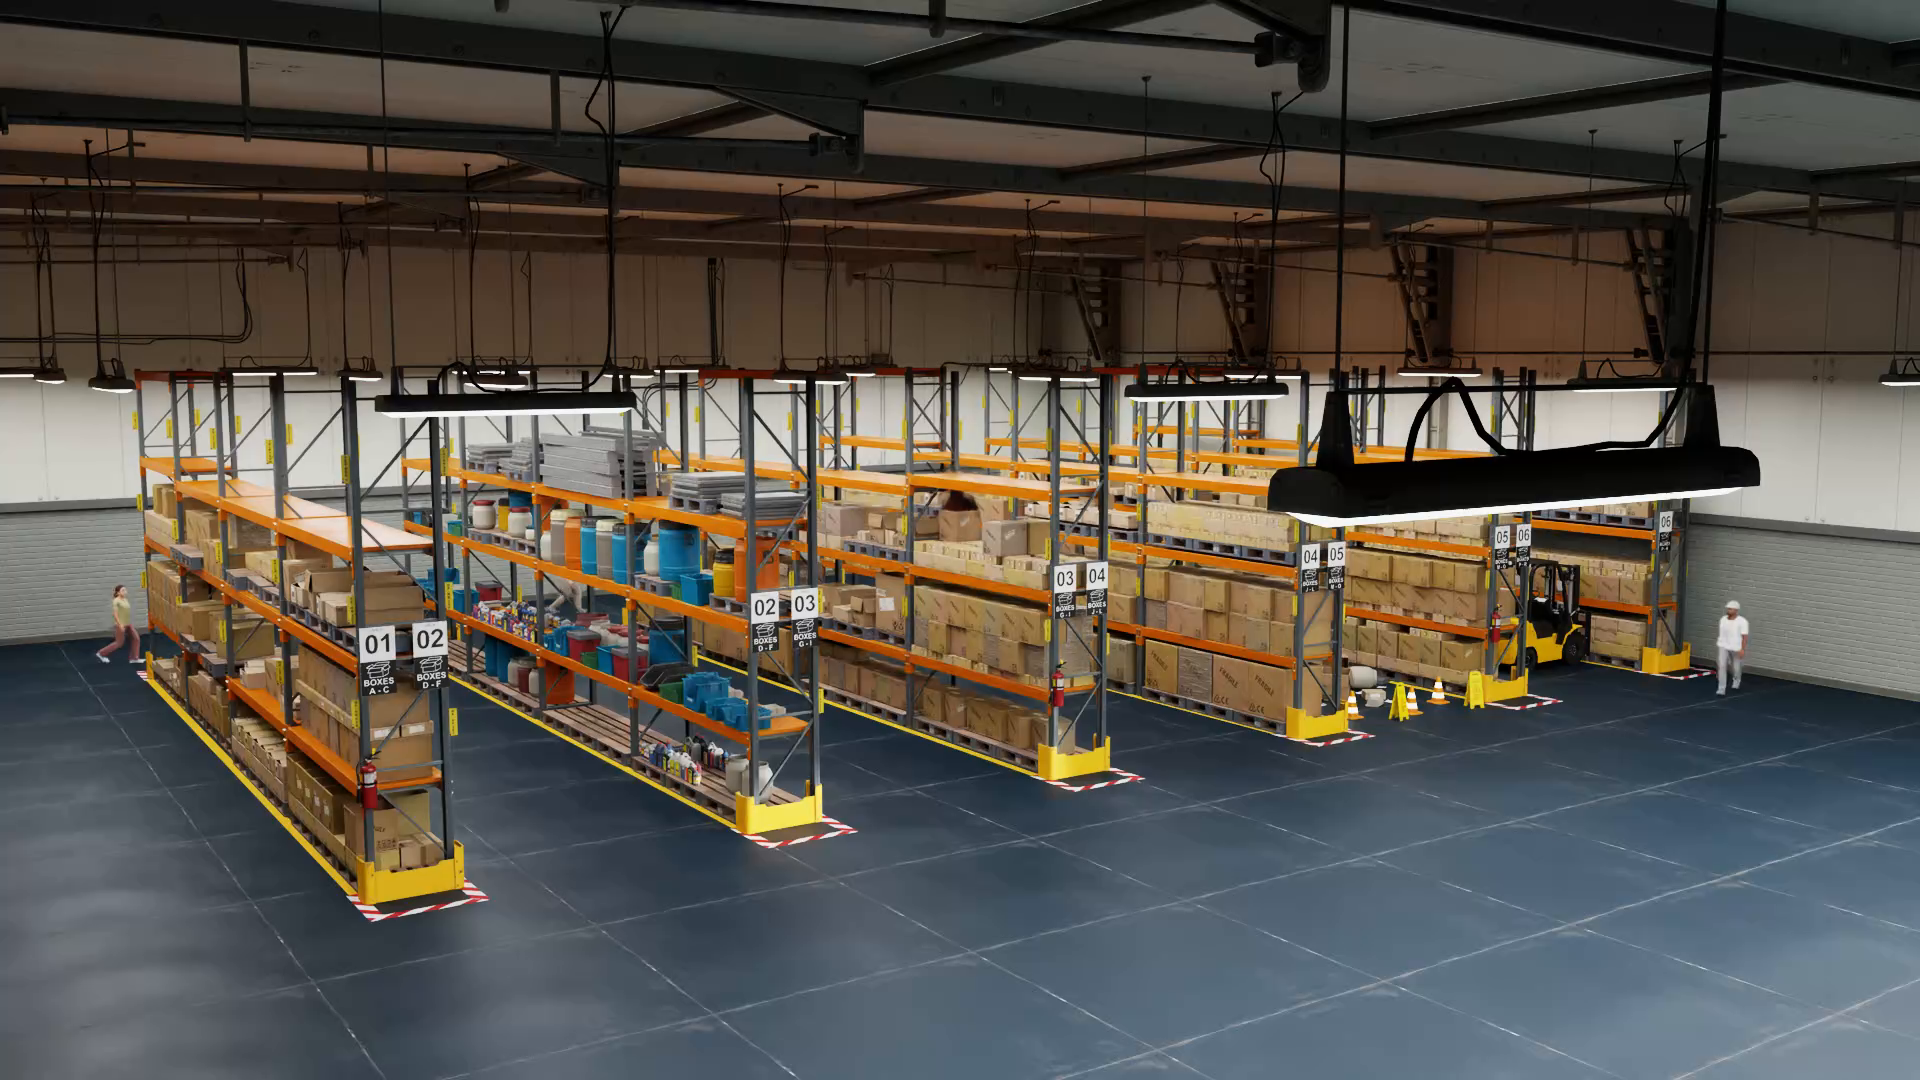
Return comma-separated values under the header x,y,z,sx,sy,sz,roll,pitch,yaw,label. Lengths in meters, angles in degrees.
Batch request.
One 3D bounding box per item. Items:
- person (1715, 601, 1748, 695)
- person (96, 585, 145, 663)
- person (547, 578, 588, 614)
x,y,z,sx,sy,sz,roll,pitch,yaw,label
14.316,1.992,30.835,0.520,1.734,0.981,3,7,28,person
-17.032,1.710,33.711,0.877,1.617,0.480,-1,6,-6,person
-9.463,0.967,40.119,0.996,1.671,0.660,-2,7,-14,person
